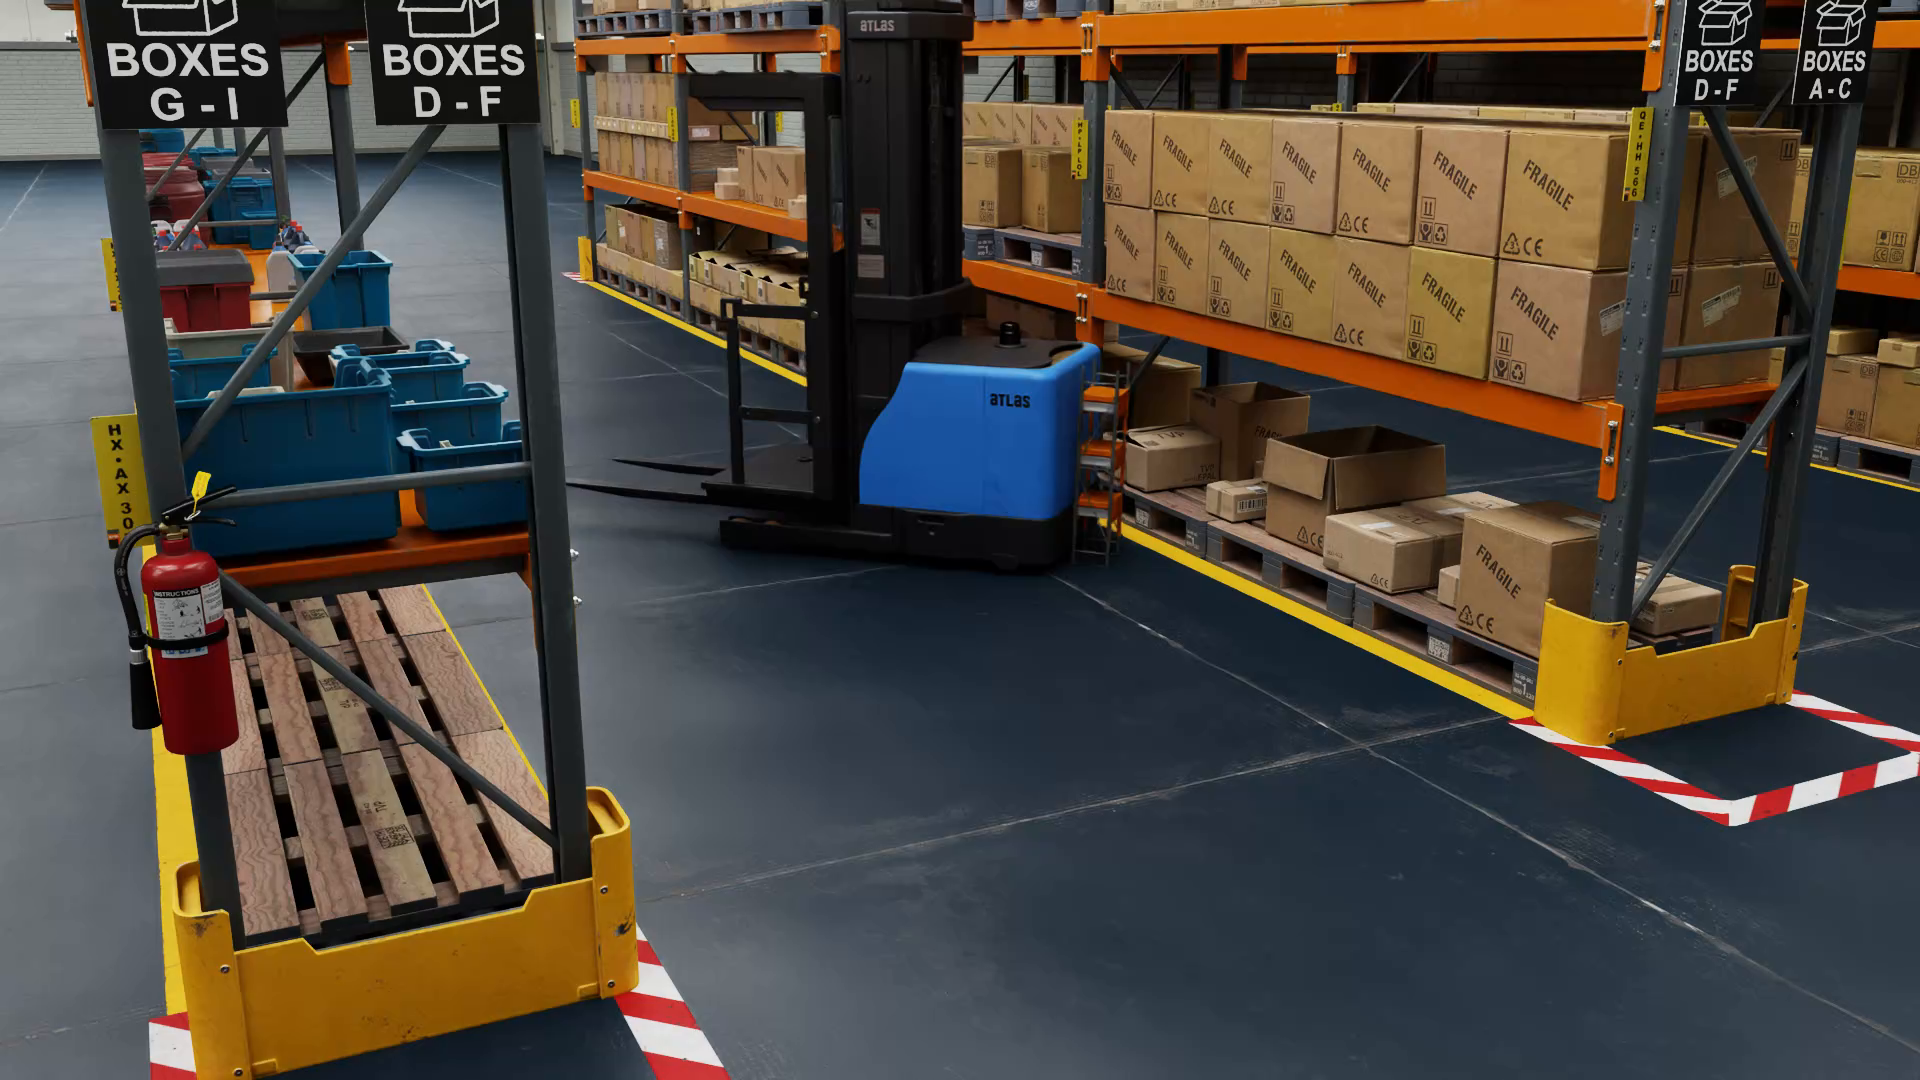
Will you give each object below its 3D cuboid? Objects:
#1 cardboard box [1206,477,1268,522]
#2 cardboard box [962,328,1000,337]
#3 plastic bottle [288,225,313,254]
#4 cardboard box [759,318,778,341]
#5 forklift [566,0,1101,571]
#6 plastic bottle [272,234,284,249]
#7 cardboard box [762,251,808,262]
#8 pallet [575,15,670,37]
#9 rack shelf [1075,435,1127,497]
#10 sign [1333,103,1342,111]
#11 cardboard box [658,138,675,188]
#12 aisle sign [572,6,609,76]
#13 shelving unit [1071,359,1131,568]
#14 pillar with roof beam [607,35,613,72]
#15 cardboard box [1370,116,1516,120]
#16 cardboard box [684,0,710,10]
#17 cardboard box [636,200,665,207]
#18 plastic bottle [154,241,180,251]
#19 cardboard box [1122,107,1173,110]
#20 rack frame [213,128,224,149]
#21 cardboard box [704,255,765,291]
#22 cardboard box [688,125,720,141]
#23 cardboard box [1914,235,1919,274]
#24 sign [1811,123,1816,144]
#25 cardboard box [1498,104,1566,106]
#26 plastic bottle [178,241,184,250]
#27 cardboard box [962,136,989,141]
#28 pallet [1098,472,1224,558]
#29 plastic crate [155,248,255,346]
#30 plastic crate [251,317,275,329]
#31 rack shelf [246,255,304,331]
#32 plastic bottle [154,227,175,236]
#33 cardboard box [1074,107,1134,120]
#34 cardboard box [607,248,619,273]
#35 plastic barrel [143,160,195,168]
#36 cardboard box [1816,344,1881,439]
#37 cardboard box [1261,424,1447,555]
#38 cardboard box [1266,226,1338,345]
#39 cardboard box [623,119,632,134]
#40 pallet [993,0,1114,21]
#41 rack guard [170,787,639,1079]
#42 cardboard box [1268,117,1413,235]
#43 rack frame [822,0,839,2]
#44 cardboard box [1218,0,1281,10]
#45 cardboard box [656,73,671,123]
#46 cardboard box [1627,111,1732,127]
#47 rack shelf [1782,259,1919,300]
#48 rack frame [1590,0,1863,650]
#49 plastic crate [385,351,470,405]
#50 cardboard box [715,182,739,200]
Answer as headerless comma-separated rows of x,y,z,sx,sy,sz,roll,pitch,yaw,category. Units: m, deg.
1.553,-0.227,8.942,0.380,0.166,0.250,-8,18,-25,cardboard box
0.048,-1.192,11.702,0.500,0.500,0.500,-8,18,-27,cardboard box
-3.798,-1.636,9.602,0.144,0.351,0.185,-8,18,-25,plastic bottle
-1.474,-1.946,14.818,0.500,0.250,0.500,-7,18,-24,cardboard box
-0.788,-1.476,9.082,3.031,2.935,1.130,6,17,19,forklift
-4.019,-1.664,9.821,0.061,0.283,0.133,-8,18,-25,plastic bottle
-1.661,-2.660,16.290,0.500,0.311,0.500,-7,17,-23,cardboard box
-3.796,-5.917,19.155,1.003,0.211,1.213,-8,18,-25,pallet
0.739,-0.391,8.735,0.215,0.259,0.240,7,17,17,rack shelf
3.390,-3.763,14.969,0.100,0.325,0.005,-8,18,-25,sign
-2.767,-3.992,17.542,0.700,0.500,0.500,-8,18,-25,cardboard box
-4.386,-5.925,19.747,0.394,0.787,0.004,-8,18,-25,aisle sign
0.739,-0.401,8.732,0.215,1.050,0.252,7,17,17,shelving unit
-12.930,-13.541,40.124,9.100,9.000,0.400,-8,18,-25,pillar with roof beam
2.296,-1.779,8.017,0.500,0.500,0.500,-8,18,-25,cardboard box
-2.550,-5.663,17.256,0.500,0.311,0.500,-9,18,-28,cardboard box
-3.580,-3.840,20.058,0.500,0.500,0.500,-8,18,-25,cardboard box
-4.525,-1.565,9.492,0.152,0.276,0.135,-8,18,-25,plastic bottle
2.104,-4.744,19.219,0.500,0.500,0.500,-8,18,-26,cardboard box
-8.536,-4.099,18.095,1.000,3.000,0.127,-8,18,-25,rack frame
-2.158,-2.597,16.069,0.500,0.311,0.500,-8,18,-26,cardboard box
-2.641,-4.106,16.763,0.380,0.149,0.250,-8,18,-25,cardboard box
6.492,-1.967,10.124,0.980,0.700,0.700,-9,18,-28,cardboard box
6.125,-2.842,12.003,0.100,0.325,0.005,-8,18,-25,sign
4.751,-3.536,14.017,0.500,0.250,0.500,-8,18,-26,cardboard box
-4.826,-1.778,10.369,0.097,0.201,0.097,0,16,0,plastic bottle
-0.200,-2.820,12.697,0.500,0.500,0.700,15,22,42,cardboard box
1.475,-0.210,9.600,1.003,0.211,1.213,-8,18,-25,pallet
-3.114,-0.931,6.832,0.402,0.464,0.583,-8,18,-25,plastic crate
-3.204,-0.893,7.292,0.396,0.136,0.243,-8,18,-25,plastic crate
-4.155,-1.273,9.554,1.077,0.370,4.000,-8,18,-25,rack shelf
-4.930,-1.794,10.290,0.152,0.276,0.135,-8,18,-25,plastic bottle
1.637,-4.682,19.004,0.500,0.500,0.500,-8,18,-25,cardboard box
-3.825,-3.293,19.512,0.500,0.250,0.500,-8,18,-25,cardboard box
-6.051,-2.619,12.694,0.433,0.535,0.433,0,16,0,plastic barrel
6.079,-0.998,11.061,0.700,0.500,0.500,-8,18,-25,cardboard box
2.003,-0.267,8.472,0.797,0.503,0.637,-8,18,-25,cardboard box
1.822,-1.233,7.927,0.500,0.500,0.500,-8,18,-26,cardboard box
-3.538,-4.614,18.533,0.380,0.149,0.250,-8,18,-26,cardboard box
0.953,-3.242,10.014,1.213,0.211,1.003,-8,18,-25,pallet
-1.505,1.075,4.600,1.175,0.500,0.348,-8,18,-25,rack guard
1.807,-1.715,7.796,0.500,0.500,0.500,-7,17,-23,cardboard box
-0.577,-5.596,12.438,1.000,3.000,0.127,-8,18,-25,rack frame
1.599,-2.691,8.025,0.500,0.250,0.500,-8,18,-25,cardboard box
-2.752,-4.611,17.346,0.700,0.500,0.500,-8,18,-25,cardboard box
5.192,-2.966,12.033,0.500,0.250,0.500,-7,18,-24,cardboard box
6.503,-1.479,10.270,1.077,0.370,4.000,-8,18,-25,rack shelf
2.928,-0.729,6.353,1.000,3.000,0.127,-8,18,-25,rack frame
-1.916,-0.507,5.775,0.416,0.233,0.300,-8,18,-25,plastic crate
-2.125,-3.339,15.905,0.380,0.149,0.250,-8,18,-25,cardboard box
